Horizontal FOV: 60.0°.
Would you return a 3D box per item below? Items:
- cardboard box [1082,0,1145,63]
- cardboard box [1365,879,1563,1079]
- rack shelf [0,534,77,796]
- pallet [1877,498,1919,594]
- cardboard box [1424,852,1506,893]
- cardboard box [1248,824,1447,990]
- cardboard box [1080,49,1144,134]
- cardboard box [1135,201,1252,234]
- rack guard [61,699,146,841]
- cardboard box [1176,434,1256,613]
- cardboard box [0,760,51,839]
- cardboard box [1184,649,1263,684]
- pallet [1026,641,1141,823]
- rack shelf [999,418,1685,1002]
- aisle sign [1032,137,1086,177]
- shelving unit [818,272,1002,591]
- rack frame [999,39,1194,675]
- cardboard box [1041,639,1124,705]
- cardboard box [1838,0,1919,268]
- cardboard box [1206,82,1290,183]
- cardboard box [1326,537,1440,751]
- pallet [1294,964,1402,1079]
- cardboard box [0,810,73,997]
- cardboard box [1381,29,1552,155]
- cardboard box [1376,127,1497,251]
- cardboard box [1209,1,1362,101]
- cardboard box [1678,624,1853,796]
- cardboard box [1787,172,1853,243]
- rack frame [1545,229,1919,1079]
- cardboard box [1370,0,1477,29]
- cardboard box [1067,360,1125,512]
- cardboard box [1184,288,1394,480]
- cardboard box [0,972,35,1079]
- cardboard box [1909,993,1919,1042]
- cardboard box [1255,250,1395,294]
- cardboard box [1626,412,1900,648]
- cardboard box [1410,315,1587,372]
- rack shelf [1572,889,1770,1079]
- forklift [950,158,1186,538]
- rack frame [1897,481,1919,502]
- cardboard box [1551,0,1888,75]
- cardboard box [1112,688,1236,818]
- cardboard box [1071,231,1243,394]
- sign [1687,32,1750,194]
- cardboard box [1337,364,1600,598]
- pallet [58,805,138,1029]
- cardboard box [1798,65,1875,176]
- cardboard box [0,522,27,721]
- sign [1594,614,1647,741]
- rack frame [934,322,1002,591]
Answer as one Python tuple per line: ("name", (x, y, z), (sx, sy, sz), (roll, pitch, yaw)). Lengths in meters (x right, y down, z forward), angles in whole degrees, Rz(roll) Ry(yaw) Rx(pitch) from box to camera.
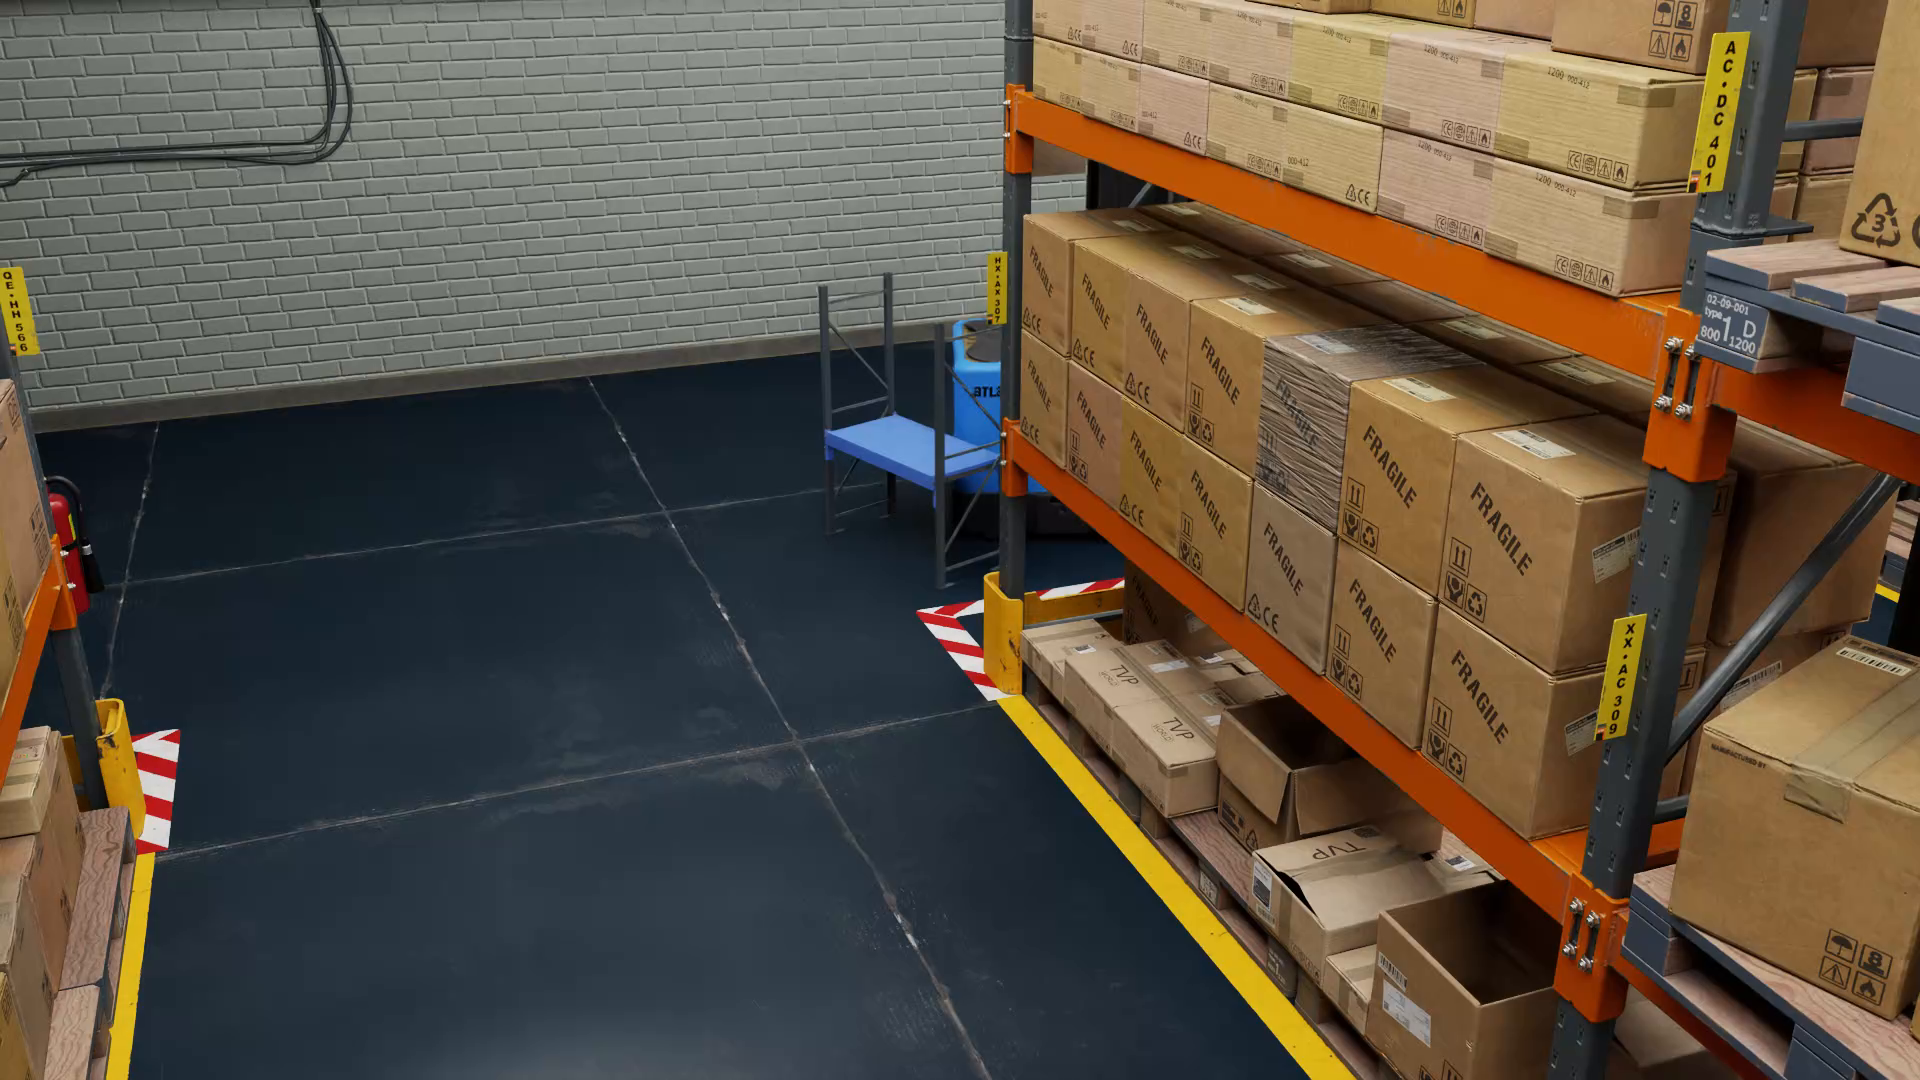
("cardboard box", (0.785, -1.939, 6.175), (0.500, 0.250, 0.500), (-8, 24, -19))
("cardboard box", (1.624, 1.434, 5.137), (0.500, 0.500, 0.500), (-8, 24, -19))
("rack shelf", (-3.249, 0.939, 4.586), (1.077, 0.370, 4.000), (-8, 24, -19))
("pallet", (5.568, 0.111, 9.214), (1.003, 0.211, 1.213), (-8, 24, -19))
("cardboard box", (1.830, 1.261, 5.978), (0.380, 0.166, 0.250), (-8, 24, -19))
("cardboard box", (1.359, 1.249, 5.821), (0.500, 0.311, 0.500), (-8, 24, -19))
("cardboard box", (0.786, -1.708, 6.272), (0.500, 0.250, 0.500), (-8, 24, -19))
("cardboard box", (1.092, -1.183, 7.279), (0.500, 0.500, 0.500), (-9, 24, -19))
("rack guard", (-3.964, 1.024, 6.677), (1.175, 0.500, 0.348), (-8, 24, -19))
("cardboard box", (1.124, -0.098, 5.991), (0.500, 0.500, 0.500), (-8, 24, -18))
("cardboard box", (-3.308, 0.895, 5.606), (0.380, 0.149, 0.250), (-8, 24, -18))
("cardboard box", (1.159, 0.626, 7.485), (0.380, 0.166, 0.250), (-8, 24, -19))
("pallet", (0.987, 0.802, 7.576), (1.003, 0.211, 1.213), (-8, 24, -19))
("rack shelf", (1.384, 0.258, 6.202), (1.077, 0.370, 4.000), (-8, 24, -19))
("aisle sign", (0.379, -1.983, 7.245), (0.394, 0.787, 0.004), (-8, 24, -19))
("shelving unit", (-0.260, -0.631, 9.317), (0.538, 1.500, 1.048), (-18, 29, -36))
("rack frame", (0.677, -0.800, 7.787), (1.000, 3.000, 0.127), (-8, 24, -19))
("cardboard box", (0.592, 0.593, 7.563), (0.380, 0.166, 0.250), (-8, 24, -19))
("cardboard box", (2.199, -0.822, 3.177), (0.600, 0.600, 0.600), (-11, 25, -24))
("cardboard box", (1.146, -1.346, 5.413), (0.500, 0.250, 0.500), (-8, 24, -19))
("cardboard box", (1.490, 0.273, 5.110), (0.500, 0.500, 0.500), (-8, 24, -17))
("pallet", (1.849, 1.689, 5.472), (1.003, 0.211, 1.213), (-8, 24, -19))
("cardboard box", (-3.438, 1.262, 5.573), (0.700, 0.500, 0.500), (-8, 24, -19))
("cardboard box", (1.491, -1.212, 4.451), (0.500, 0.250, 0.500), (-8, 24, -19))
("cardboard box", (1.503, -0.983, 4.552), (0.500, 0.250, 0.500), (-8, 24, -19))
("cardboard box", (1.141, -1.576, 5.314), (0.500, 0.250, 0.500), (-8, 24, -19))
("cardboard box", (2.165, 0.384, 4.847), (0.500, 0.500, 0.500), (-8, 24, -18))
("cardboard box", (2.150, -0.871, 4.285), (0.500, 0.250, 0.500), (-8, 24, -19))
("rack frame", (2.090, 0.653, 4.338), (1.000, 3.000, 0.127), (-8, 24, -19))
("cardboard box", (1.657, -1.789, 4.855), (0.700, 0.500, 0.500), (-8, 24, -19))
("cardboard box", (0.775, -0.462, 6.856), (0.500, 0.500, 0.500), (-9, 24, -20))
("cardboard box", (1.132, -0.554, 5.786), (0.500, 0.500, 0.500), (-9, 24, -19))
("cardboard box", (-3.064, 1.637, 4.682), (0.700, 0.500, 0.500), (-8, 24, -18))
("cardboard box", (2.351, 0.857, 3.184), (0.700, 0.500, 0.500), (-5, 23, -11))
("cardboard box", (1.459, -0.812, 6.398), (0.500, 0.500, 0.500), (-8, 24, -18))
("cardboard box", (2.187, -0.064, 4.623), (0.500, 0.500, 0.500), (-8, 24, -18))
("cardboard box", (1.823, -0.438, 5.510), (0.500, 0.500, 0.500), (-9, 25, -21))
("rack shelf", (2.797, 1.711, 2.754), (1.077, 0.370, 4.000), (-8, 24, -19))
("forklift", (1.461, -1.545, 9.641), (3.031, 2.935, 1.130), (0, 23, -1))
("rack frame", (5.313, -1.479, 9.396), (1.000, 3.000, 0.127), (-8, 24, -19))
("cardboard box", (1.883, -1.407, 3.949), (0.700, 0.500, 0.500), (-8, 24, -19))
("cardboard box", (0.957, 0.864, 6.812), (0.500, 0.250, 0.500), (-8, 24, -19))
("cardboard box", (0.779, -0.921, 6.656), (0.500, 0.500, 0.500), (-8, 24, -18))
("sign", (1.585, -0.890, 3.472), (0.100, 0.325, 0.005), (-8, 24, -19))
("cardboard box", (1.486, -0.188, 4.917), (0.500, 0.500, 0.500), (-9, 24, -20))
("pallet", (-3.600, 1.446, 6.049), (1.003, 0.211, 1.213), (-8, 24, -19))
("cardboard box", (2.151, -1.101, 4.188), (0.500, 0.250, 0.500), (-8, 24, -19))
("cardboard box", (-3.499, 0.189, 5.053), (0.980, 0.700, 0.700), (-9, 24, -19))
("sign", (1.585, 0.331, 3.987), (0.100, 0.325, 0.005), (-8, 24, -19))
("rack frame", (0.068, -0.480, 8.959), (0.500, 1.500, 0.032), (-18, 29, -36))
